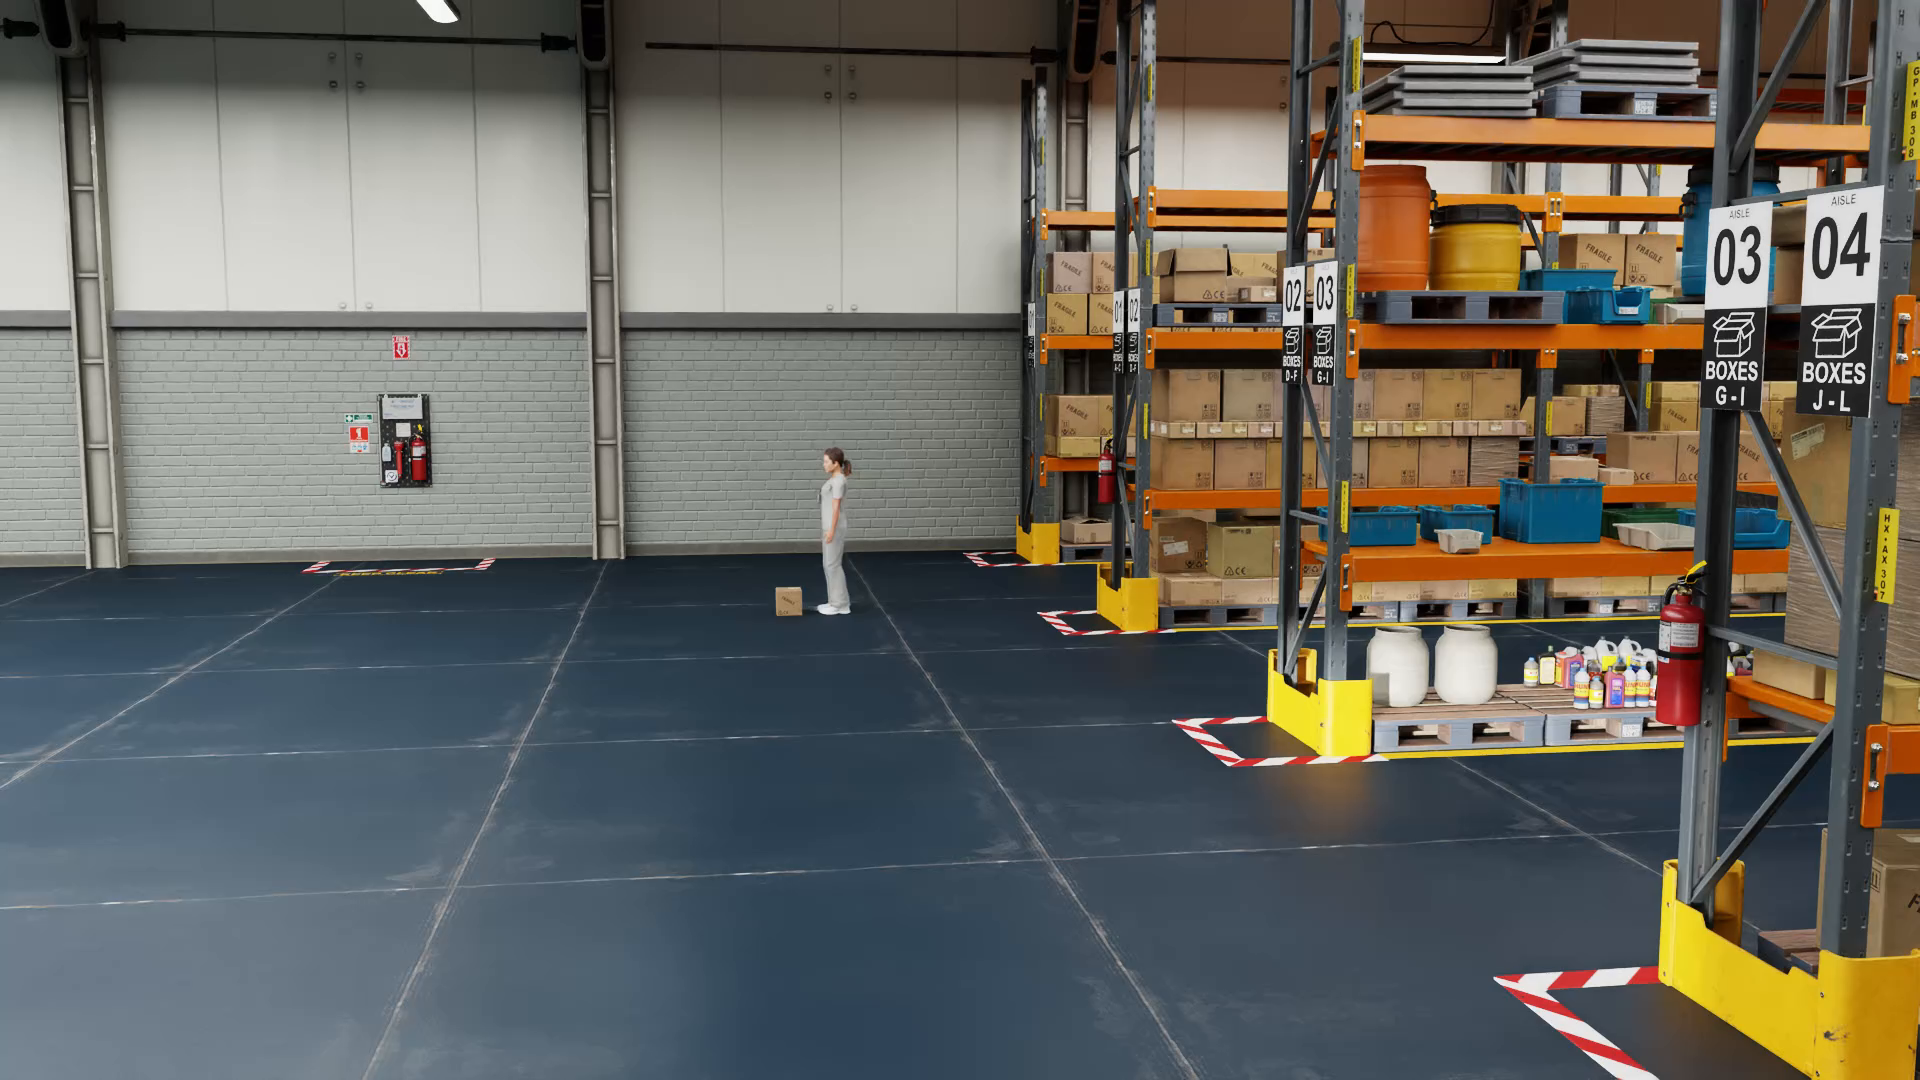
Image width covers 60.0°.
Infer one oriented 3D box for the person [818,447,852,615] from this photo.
[{"bbox_3d":[-1.246,-0.095,16.654,0.365,1.672,0.439,-1,7,-8],"label":"person"}]
